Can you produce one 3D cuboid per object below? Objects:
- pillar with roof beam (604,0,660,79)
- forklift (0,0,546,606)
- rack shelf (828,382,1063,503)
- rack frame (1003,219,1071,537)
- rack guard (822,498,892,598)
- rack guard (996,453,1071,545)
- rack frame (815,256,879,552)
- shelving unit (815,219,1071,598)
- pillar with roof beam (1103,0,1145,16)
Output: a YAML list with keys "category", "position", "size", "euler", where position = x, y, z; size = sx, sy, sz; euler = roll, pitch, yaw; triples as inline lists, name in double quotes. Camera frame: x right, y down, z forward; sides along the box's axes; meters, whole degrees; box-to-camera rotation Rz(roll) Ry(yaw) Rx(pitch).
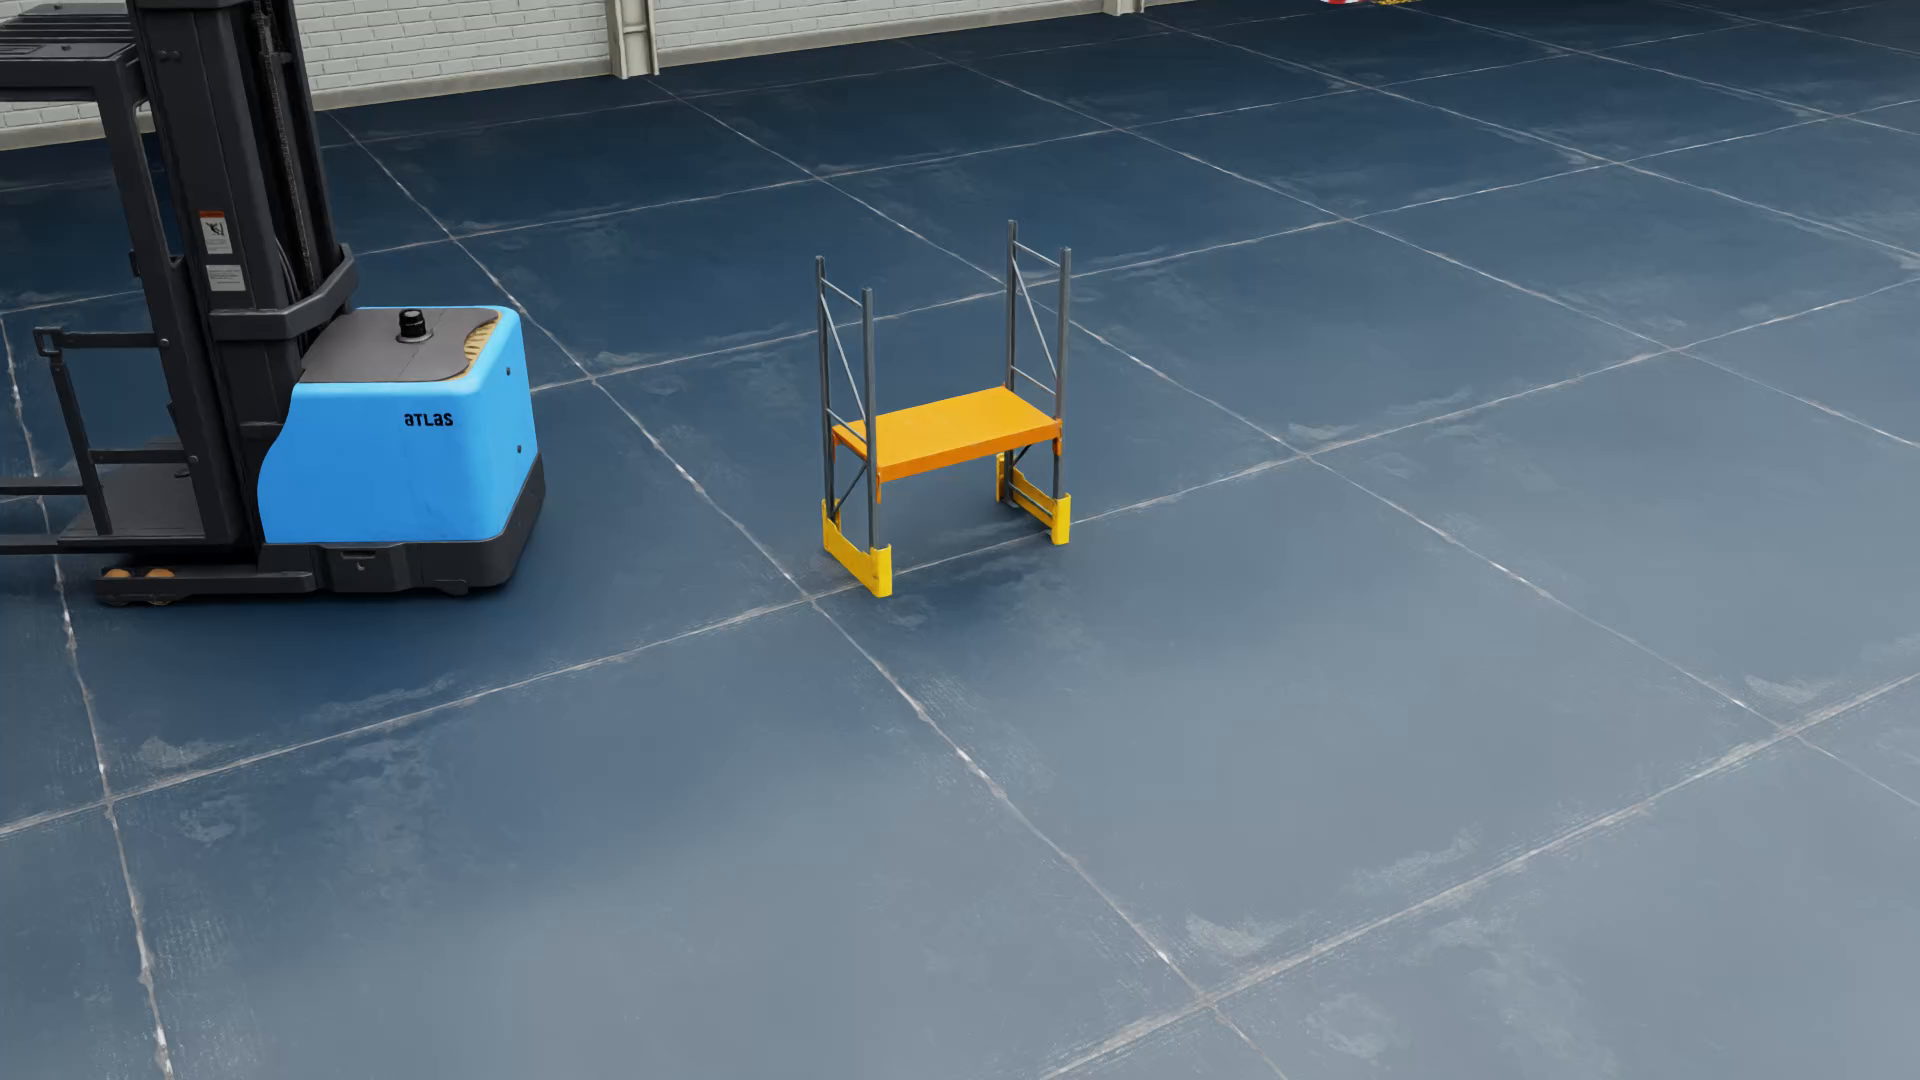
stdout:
- category: "pillar with roof beam"
  position: [-1.090, -6.847, 11.344]
  size: [0.400, 9.000, 9.100]
  euler: [-16, 33, -26]
- category: "forklift"
  position: [-3.629, -1.238, 7.461]
  size: [3.031, 2.935, 1.130]
  euler: [-1, 29, -1]
- category: "rack shelf"
  position: [-0.074, -0.478, 7.937]
  size: [1.000, 0.185, 0.538]
  euler: [-16, 33, -26]
- category: "rack frame"
  position: [0.365, -0.760, 8.075]
  size: [0.032, 1.500, 0.500]
  euler: [-16, 33, -26]
- category: "rack guard"
  position: [-0.495, 0.031, 7.935]
  size: [0.087, 0.250, 0.587]
  euler: [-16, 33, -26]
- category: "rack guard"
  position: [0.364, -0.213, 8.377]
  size: [0.087, 0.250, 0.587]
  euler: [-16, 33, -26]
- category: "rack frame"
  position: [-0.512, -0.511, 7.624]
  size: [0.032, 1.500, 0.500]
  euler: [-16, 33, -26]
- category: "shelving unit"
  position: [-0.066, -0.638, 7.854]
  size: [1.083, 1.500, 0.587]
  euler: [-16, 33, -26]
- category: "pillar with roof beam"
  position: [4.083, -8.316, 14.006]
  size: [0.400, 9.000, 9.100]
  euler: [-16, 33, -26]
